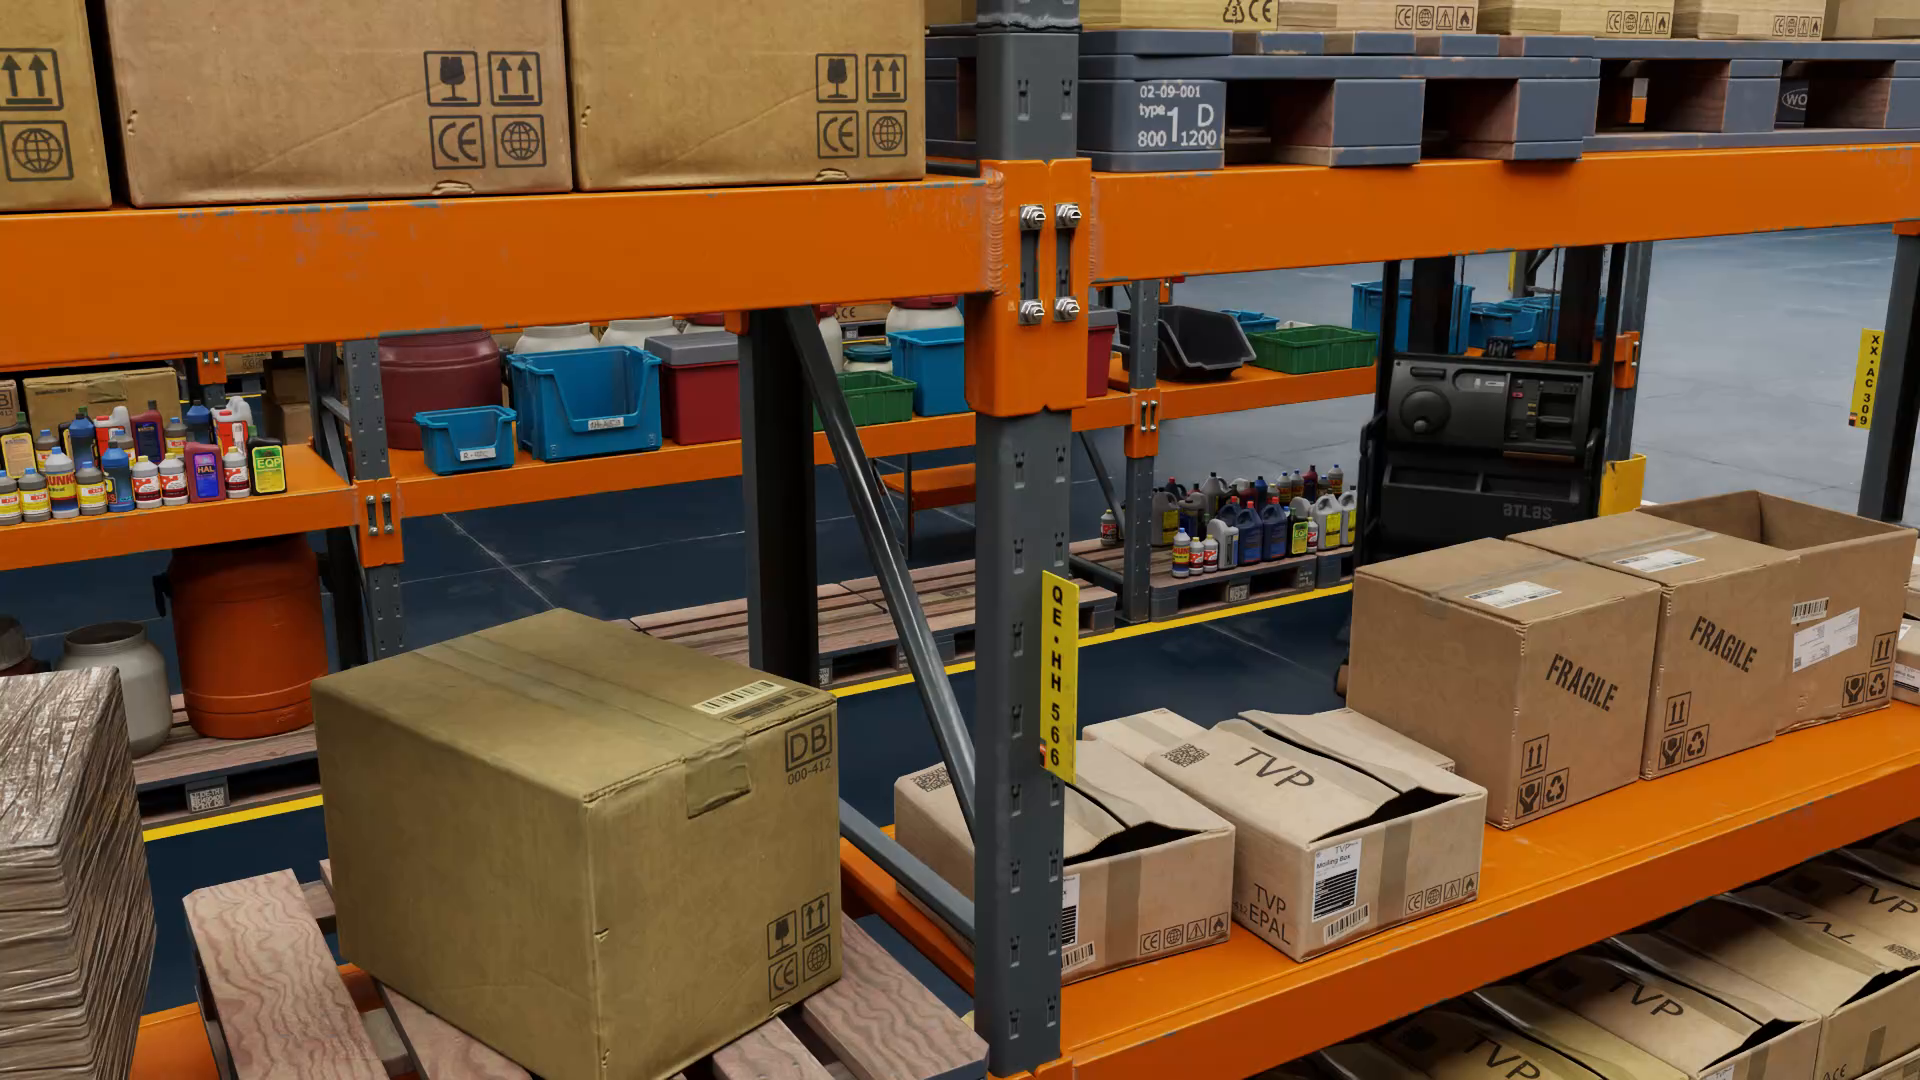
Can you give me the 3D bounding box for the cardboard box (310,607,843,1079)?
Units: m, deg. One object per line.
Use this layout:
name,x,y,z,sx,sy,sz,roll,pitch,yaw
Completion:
cardboard box,-0.617,0.473,2.703,0.700,0.500,0.500,13,20,38

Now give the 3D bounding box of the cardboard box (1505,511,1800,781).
cardboard box,1.746,0.251,4.271,0.500,0.500,0.500,-9,18,-30

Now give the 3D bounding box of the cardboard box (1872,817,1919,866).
cardboard box,3.094,1.028,4.963,0.500,0.311,0.500,-9,18,-30

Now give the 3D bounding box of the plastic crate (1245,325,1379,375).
plastic crate,2.054,-1.114,9.721,0.662,0.188,0.450,-9,18,-30

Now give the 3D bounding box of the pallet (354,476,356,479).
pallet,-4.564,-0.449,12.119,1.213,0.211,1.003,-9,18,-30

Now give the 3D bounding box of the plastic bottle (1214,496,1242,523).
plastic bottle,1.577,-0.079,9.727,0.185,0.351,0.144,-9,18,-30

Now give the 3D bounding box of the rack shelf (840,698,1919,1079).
rack shelf,1.579,0.678,4.267,4.000,0.370,1.077,-9,18,-30

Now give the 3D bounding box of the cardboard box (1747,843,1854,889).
cardboard box,2.379,0.973,5.157,0.500,0.311,0.500,-9,18,-30

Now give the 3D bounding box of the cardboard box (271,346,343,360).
cardboard box,-6.386,-2.150,16.411,0.750,0.750,1.050,-9,18,-29

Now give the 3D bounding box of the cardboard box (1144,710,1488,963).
cardboard box,0.731,0.573,3.474,0.500,0.311,0.500,-9,18,-30

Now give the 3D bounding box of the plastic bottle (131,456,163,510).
plastic bottle,-3.200,-0.229,6.538,0.097,0.201,0.097,0,16,0

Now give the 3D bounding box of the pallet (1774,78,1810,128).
pallet,2.544,-1.173,4.335,1.217,0.209,0.805,-10,19,-32

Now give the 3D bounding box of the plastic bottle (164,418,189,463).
plastic bottle,-3.418,-0.433,7.264,0.097,0.201,0.097,0,16,0

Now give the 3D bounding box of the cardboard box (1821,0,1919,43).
cardboard box,2.291,-1.360,4.148,0.500,0.250,0.500,-11,19,-35

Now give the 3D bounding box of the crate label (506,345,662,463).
crate label,-1.692,-0.630,7.533,0.616,0.435,0.502,-9,18,-30

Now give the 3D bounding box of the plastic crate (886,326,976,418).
plastic crate,-0.040,-0.860,8.450,0.575,0.384,0.392,-9,18,-30

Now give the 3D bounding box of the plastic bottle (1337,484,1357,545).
plastic bottle,2.337,-0.157,10.005,0.185,0.351,0.144,-8,18,-27

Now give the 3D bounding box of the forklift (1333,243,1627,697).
forklift,2.470,-0.660,7.833,1.130,2.935,3.031,7,17,23

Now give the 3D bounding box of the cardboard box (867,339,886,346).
cardboard box,-0.463,-1.470,14.449,0.500,0.500,0.500,-11,19,-35

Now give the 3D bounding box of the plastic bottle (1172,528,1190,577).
plastic bottle,1.244,0.066,9.357,0.097,0.271,0.097,0,16,0

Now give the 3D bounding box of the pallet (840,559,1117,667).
pallet,0.092,0.368,9.207,1.213,0.211,1.003,-9,18,-30

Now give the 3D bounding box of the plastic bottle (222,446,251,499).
plastic bottle,-2.919,-0.275,6.700,0.097,0.201,0.097,0,16,0

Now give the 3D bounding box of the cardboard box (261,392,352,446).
cardboard box,-4.670,-0.789,11.983,0.500,0.500,0.700,-10,19,-33

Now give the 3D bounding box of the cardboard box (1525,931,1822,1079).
cardboard box,1.789,1.239,4.208,0.500,0.311,0.500,-9,18,-30

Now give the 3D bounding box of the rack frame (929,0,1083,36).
rack frame,-0.136,-2.279,2.368,0.127,3.000,1.000,-9,18,-30

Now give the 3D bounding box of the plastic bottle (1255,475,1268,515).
plastic bottle,1.906,-0.278,10.582,0.097,0.271,0.097,0,16,0

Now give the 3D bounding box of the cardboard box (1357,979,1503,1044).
cardboard box,1.063,1.188,4.391,0.500,0.311,0.500,-9,18,-30

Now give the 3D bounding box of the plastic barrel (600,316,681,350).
plastic barrel,-1.551,-0.842,8.149,0.421,0.512,0.421,0,16,0

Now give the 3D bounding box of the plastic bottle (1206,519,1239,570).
plastic bottle,1.507,0.012,9.539,0.135,0.276,0.152,-8,18,-28

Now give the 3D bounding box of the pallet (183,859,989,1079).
pallet,-0.680,0.812,2.810,1.003,0.211,1.213,-9,18,-30

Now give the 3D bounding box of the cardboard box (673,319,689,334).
cardboard box,-2.927,-2.777,18.418,0.875,0.875,0.875,-9,18,-29

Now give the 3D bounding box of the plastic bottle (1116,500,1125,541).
plastic bottle,0.988,-0.140,10.070,0.133,0.283,0.061,-8,18,-27

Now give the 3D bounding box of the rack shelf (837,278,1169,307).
rack shelf,-0.091,-2.171,14.429,4.000,0.370,1.077,-9,18,-30

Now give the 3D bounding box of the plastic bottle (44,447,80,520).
plastic bottle,-3.450,-0.222,6.383,0.097,0.271,0.097,0,16,0

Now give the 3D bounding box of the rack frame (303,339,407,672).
rack frame,-2.683,-0.537,7.268,0.127,3.000,1.000,-9,18,-30

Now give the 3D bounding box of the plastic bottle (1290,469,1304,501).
plastic bottle,2.166,-0.320,10.733,0.097,0.271,0.097,0,16,0

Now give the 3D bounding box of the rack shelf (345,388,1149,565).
rack shelf,-0.969,-0.469,8.357,4.000,0.370,1.077,-9,18,-30

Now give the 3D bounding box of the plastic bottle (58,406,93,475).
plastic bottle,-3.756,-0.423,7.078,0.133,0.283,0.061,-9,18,-30

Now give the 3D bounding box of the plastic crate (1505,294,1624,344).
plastic crate,3.899,-1.439,10.760,0.616,0.251,0.499,-9,18,-30

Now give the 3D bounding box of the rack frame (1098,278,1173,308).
rack frame,1.623,-2.795,15.324,0.127,3.000,1.000,-9,18,-30

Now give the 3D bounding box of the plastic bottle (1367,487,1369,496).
plastic bottle,2.540,-0.192,10.255,0.133,0.283,0.061,-9,18,-30

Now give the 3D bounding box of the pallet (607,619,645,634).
pallet,-1.999,0.707,7.997,1.213,0.211,1.003,-9,18,-30

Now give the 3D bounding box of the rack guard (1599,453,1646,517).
rack guard,4.133,-0.424,11.496,0.348,0.500,1.175,-9,18,-30

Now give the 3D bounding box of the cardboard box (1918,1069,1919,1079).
cardboard box,2.652,1.370,4.782,0.500,0.250,0.500,-10,18,-31

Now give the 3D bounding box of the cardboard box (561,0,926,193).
cardboard box,-0.492,-0.815,2.516,0.500,0.500,0.910,-9,18,-30

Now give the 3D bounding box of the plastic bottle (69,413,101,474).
plastic bottle,-3.700,-0.402,7.023,0.097,0.271,0.097,0,16,0

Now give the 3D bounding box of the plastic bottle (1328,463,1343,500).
plastic bottle,2.459,-0.367,10.903,0.097,0.271,0.097,0,16,0

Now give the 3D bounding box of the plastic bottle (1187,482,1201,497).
plastic bottle,1.432,-0.212,10.327,0.133,0.283,0.061,-8,17,-26

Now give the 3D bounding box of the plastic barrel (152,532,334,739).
plastic barrel,-3.094,0.378,7.248,0.708,0.830,0.600,-9,18,-30

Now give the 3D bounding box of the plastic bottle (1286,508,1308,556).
plastic bottle,1.976,-0.053,9.758,0.133,0.283,0.061,-8,18,-27

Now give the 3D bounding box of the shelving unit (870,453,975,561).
shelving unit,-0.006,-0.541,10.755,1.048,1.125,0.538,-9,18,-30

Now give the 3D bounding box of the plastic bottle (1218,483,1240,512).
plastic bottle,1.665,-0.205,10.300,0.133,0.283,0.061,-9,18,-30

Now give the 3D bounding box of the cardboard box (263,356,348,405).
cardboard box,-4.675,-1.152,11.890,0.500,0.250,0.500,-8,18,-27

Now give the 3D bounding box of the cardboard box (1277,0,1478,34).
cardboard box,0.664,-1.118,3.283,0.500,0.250,0.500,-9,18,-28

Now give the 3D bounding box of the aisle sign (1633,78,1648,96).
aisle sign,4.389,-2.842,10.675,0.004,0.787,0.394,-9,18,-30

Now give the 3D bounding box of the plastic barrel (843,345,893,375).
plastic barrel,-0.468,-0.878,8.741,0.301,0.262,0.301,0,16,0

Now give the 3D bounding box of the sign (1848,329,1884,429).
sign,3.006,-0.530,5.492,0.005,0.325,0.100,-9,18,-30

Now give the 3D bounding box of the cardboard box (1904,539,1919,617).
cardboard box,2.894,0.204,4.902,0.500,0.250,0.500,-8,18,-26
